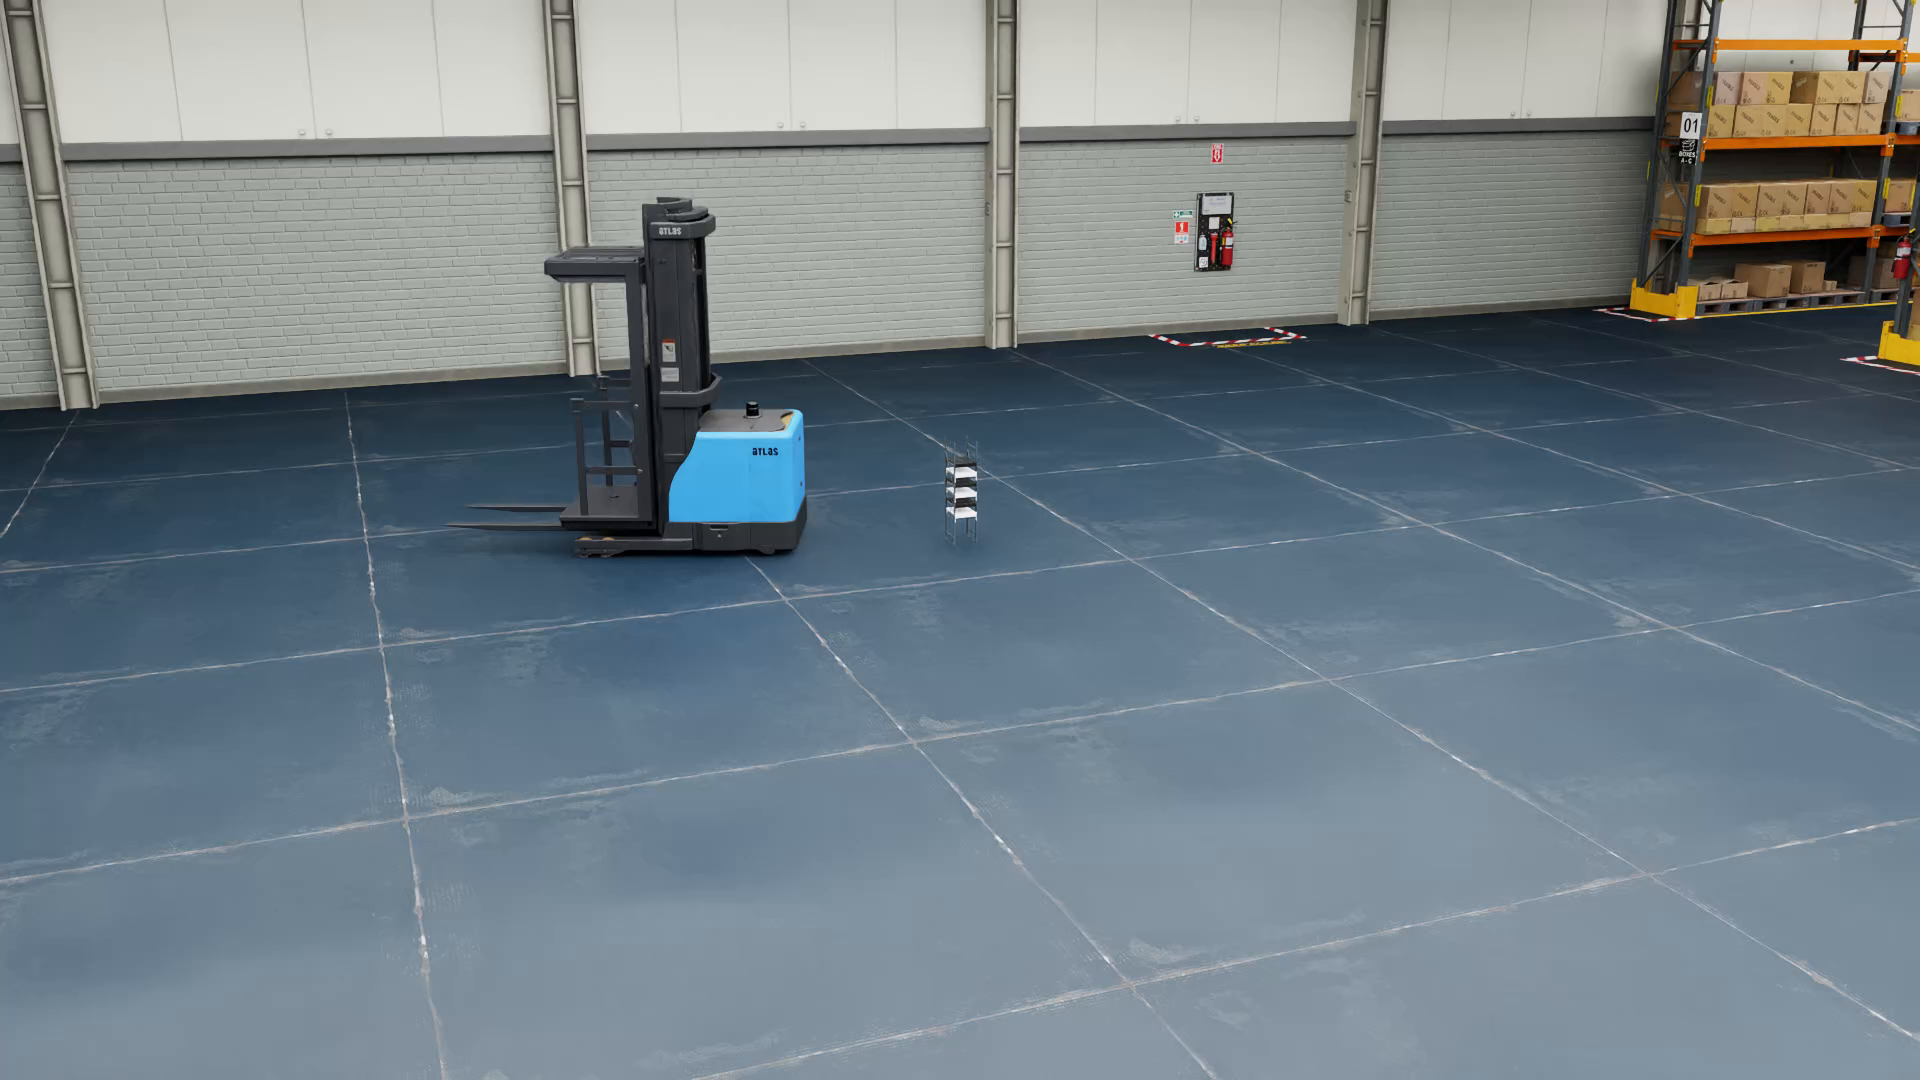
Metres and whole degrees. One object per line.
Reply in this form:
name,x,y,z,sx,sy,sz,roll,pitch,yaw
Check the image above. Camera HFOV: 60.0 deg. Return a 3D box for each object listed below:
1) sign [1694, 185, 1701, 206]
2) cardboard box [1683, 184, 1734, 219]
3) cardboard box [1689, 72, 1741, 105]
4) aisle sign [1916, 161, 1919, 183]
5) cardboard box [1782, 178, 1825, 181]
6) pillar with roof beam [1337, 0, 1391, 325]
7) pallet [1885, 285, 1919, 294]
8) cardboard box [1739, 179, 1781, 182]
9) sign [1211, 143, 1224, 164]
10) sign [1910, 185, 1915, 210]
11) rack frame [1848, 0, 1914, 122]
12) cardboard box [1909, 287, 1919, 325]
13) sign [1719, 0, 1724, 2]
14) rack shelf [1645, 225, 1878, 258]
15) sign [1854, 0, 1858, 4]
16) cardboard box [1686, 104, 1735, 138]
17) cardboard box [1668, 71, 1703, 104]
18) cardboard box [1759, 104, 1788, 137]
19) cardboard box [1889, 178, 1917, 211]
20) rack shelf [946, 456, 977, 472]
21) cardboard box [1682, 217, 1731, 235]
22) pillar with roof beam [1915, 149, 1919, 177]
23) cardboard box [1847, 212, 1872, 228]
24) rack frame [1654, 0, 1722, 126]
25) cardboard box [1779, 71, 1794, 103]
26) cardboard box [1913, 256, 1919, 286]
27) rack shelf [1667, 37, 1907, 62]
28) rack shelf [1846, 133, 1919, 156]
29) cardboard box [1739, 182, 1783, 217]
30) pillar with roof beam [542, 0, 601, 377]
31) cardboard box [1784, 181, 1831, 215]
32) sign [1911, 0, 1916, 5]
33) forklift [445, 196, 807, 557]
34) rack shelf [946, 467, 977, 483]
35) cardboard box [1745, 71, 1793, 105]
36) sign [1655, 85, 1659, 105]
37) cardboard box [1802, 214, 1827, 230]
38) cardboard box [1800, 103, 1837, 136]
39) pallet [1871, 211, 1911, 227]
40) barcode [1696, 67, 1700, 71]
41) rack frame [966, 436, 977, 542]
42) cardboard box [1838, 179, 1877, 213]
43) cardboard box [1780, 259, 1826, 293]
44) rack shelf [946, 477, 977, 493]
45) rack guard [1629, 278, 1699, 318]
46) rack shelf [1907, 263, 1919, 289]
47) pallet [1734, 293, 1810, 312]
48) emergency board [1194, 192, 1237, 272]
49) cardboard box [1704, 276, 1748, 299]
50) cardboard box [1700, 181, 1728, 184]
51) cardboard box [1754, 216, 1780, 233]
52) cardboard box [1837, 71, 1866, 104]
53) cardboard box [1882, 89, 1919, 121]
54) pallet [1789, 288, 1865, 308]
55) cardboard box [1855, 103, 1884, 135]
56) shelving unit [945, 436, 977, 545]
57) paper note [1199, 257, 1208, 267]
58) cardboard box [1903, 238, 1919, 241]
sign,11.650,-5.440,26.265,0.005,0.325,0.100,-6,17,-20
cardboard box,12.009,-5.434,26.680,0.500,0.500,0.500,-6,17,-20
cardboard box,11.902,-7.119,26.207,0.500,0.500,0.500,-8,18,-24
aisle sign,13.065,-5.183,22.310,0.004,0.787,0.394,-6,17,-20
cardboard box,14.193,-5.825,28.010,0.500,0.500,0.500,-6,17,-20
pillar with roof beam,7.737,-6.607,21.126,0.400,9.000,9.100,-6,17,-20
pallet,17.058,-4.436,29.330,1.213,0.211,1.003,-6,17,-20
cardboard box,13.245,-5.721,27.656,0.500,0.500,0.500,-6,17,-19
sign,3.832,-5.760,24.774,0.199,0.298,0.001,-6,17,-20
sign,13.050,-4.678,22.730,0.005,0.325,0.100,-6,17,-20
rack frame,15.191,-8.450,27.401,0.127,3.000,1.000,-6,17,-20
cardboard box,13.626,-3.239,23.109,0.500,0.500,0.500,-6,17,-20
sign,11.650,-8.390,25.398,0.005,0.325,0.100,-6,17,-20
rack shelf,13.323,-5.024,27.661,4.000,0.370,1.077,-6,17,-20
sign,14.987,-9.119,27.742,0.005,0.325,0.100,-6,17,-20
cardboard box,11.857,-6.633,26.324,0.500,0.500,0.500,-6,17,-19
cardboard box,11.765,-7.257,26.674,0.500,0.500,0.500,-5,17,-18
cardboard box,12.855,-6.731,26.658,0.500,0.500,0.500,-5,17,-18
cardboard box,16.202,-5.927,28.499,0.500,0.500,0.700,-4,17,-14
rack shelf,0.008,-0.660,14.408,0.200,0.077,0.258,-6,17,-20
cardboard box,12.025,-5.071,26.774,0.500,0.250,0.500,-7,18,-22
pillar with roof beam,18.943,-7.817,25.246,0.400,9.000,9.100,-6,17,-20
cardboard box,14.857,-5.381,27.830,0.500,0.250,0.500,-6,17,-20
rack frame,11.455,-8.046,26.027,0.127,3.000,1.000,-6,17,-20
cardboard box,13.211,-7.407,27.187,0.500,0.500,0.500,-6,17,-20
cardboard box,16.337,-4.727,29.026,0.500,0.500,0.700,-7,18,-21
rack shelf,13.323,-7.901,26.816,4.000,0.370,1.077,-6,17,-20
rack shelf,17.058,-6.867,28.611,4.000,0.370,1.077,-6,17,-20
cardboard box,12.959,-5.532,27.012,0.500,0.500,0.500,-7,18,-22
pillar with roof beam,-3.468,-5.397,17.006,0.400,9.000,9.100,-6,17,-20
cardboard box,13.922,-5.640,27.379,0.500,0.500,0.500,-7,18,-22
sign,15.368,-8.791,26.765,0.005,0.325,0.100,-6,17,-20
forklift,-2.897,-1.409,14.194,3.031,2.935,1.130,0,16,1
rack shelf,0.008,-0.573,14.433,0.200,0.077,0.258,-6,17,-20
cardboard box,12.863,-7.211,26.520,0.500,0.500,0.500,-6,17,-19
sign,11.276,-7.180,26.829,0.005,0.325,0.100,-6,17,-20
cardboard box,13.924,-5.278,27.480,0.500,0.250,0.500,-6,17,-20
cardboard box,13.827,-6.838,27.025,0.500,0.500,0.500,-7,18,-22
pallet,15.956,-5.518,28.405,1.213,0.211,1.003,-6,17,-20
barcode,11.940,-7.626,26.902,0.075,0.075,0.001,-6,17,-20
rack frame,0.103,-0.443,14.509,0.006,0.900,0.240,-6,17,-20
cardboard box,14.860,-5.740,27.719,0.500,0.500,0.500,-6,17,-20
cardboard box,14.236,-4.468,28.144,0.500,0.500,0.500,-8,18,-24
rack shelf,0.008,-0.487,14.458,0.200,0.077,0.258,-6,17,-20
rack guard,11.526,-3.976,27.251,0.348,0.500,1.175,-6,17,-20
rack shelf,15.099,-3.721,23.224,4.000,0.370,1.077,-6,17,-20
pallet,13.435,-4.032,27.954,1.213,0.211,1.003,-6,17,-20
emergency board,3.876,-4.622,25.014,0.643,1.169,0.194,-6,17,-20
cardboard box,12.666,-4.192,27.542,0.500,0.311,0.500,-5,17,-15
cardboard box,12.293,-5.617,27.302,0.500,0.500,0.500,-6,17,-19
cardboard box,12.982,-5.177,27.135,0.500,0.250,0.500,-6,18,-21
cardboard box,14.309,-7.367,27.052,0.500,0.500,0.500,-5,17,-17
cardboard box,15.730,-7.294,27.866,0.500,0.500,0.500,-4,17,-12
pallet,14.576,-4.156,28.377,1.213,0.211,1.003,-6,17,-20
cardboard box,14.805,-6.952,27.411,0.500,0.500,0.500,-6,17,-19
shelving unit,0.008,-0.433,14.474,0.210,0.900,0.258,-6,17,-20
paper note,3.686,-4.200,25.139,0.142,0.148,0.016,-6,17,-20
cardboard box,16.766,-5.120,29.034,0.500,0.250,0.500,-7,18,-22
